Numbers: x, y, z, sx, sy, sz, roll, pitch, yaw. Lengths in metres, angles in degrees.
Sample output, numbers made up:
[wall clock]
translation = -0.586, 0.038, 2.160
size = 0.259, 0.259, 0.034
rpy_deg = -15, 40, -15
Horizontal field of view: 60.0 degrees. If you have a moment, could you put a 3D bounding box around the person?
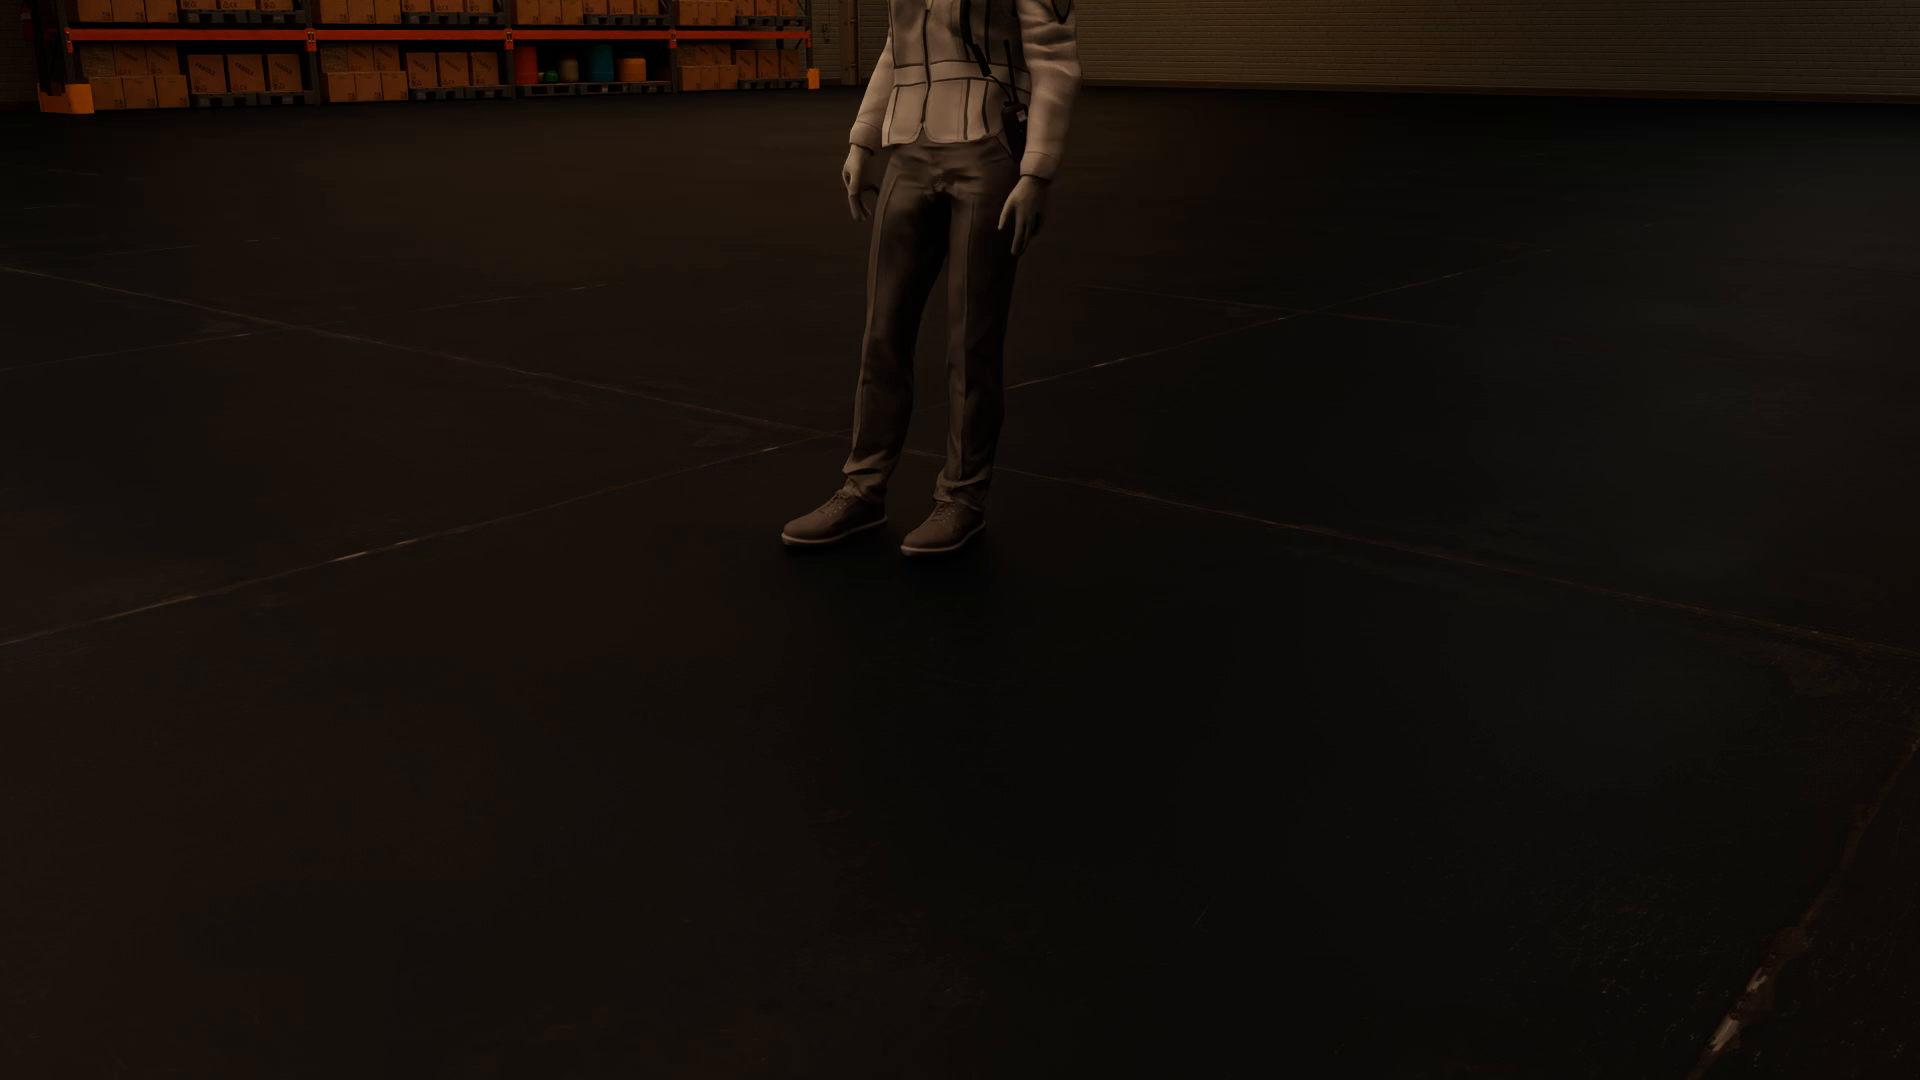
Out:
[person]
translation = -0.050, -0.804, 3.647
size = 0.586, 1.694, 0.530
rpy_deg = 13, 21, 37
